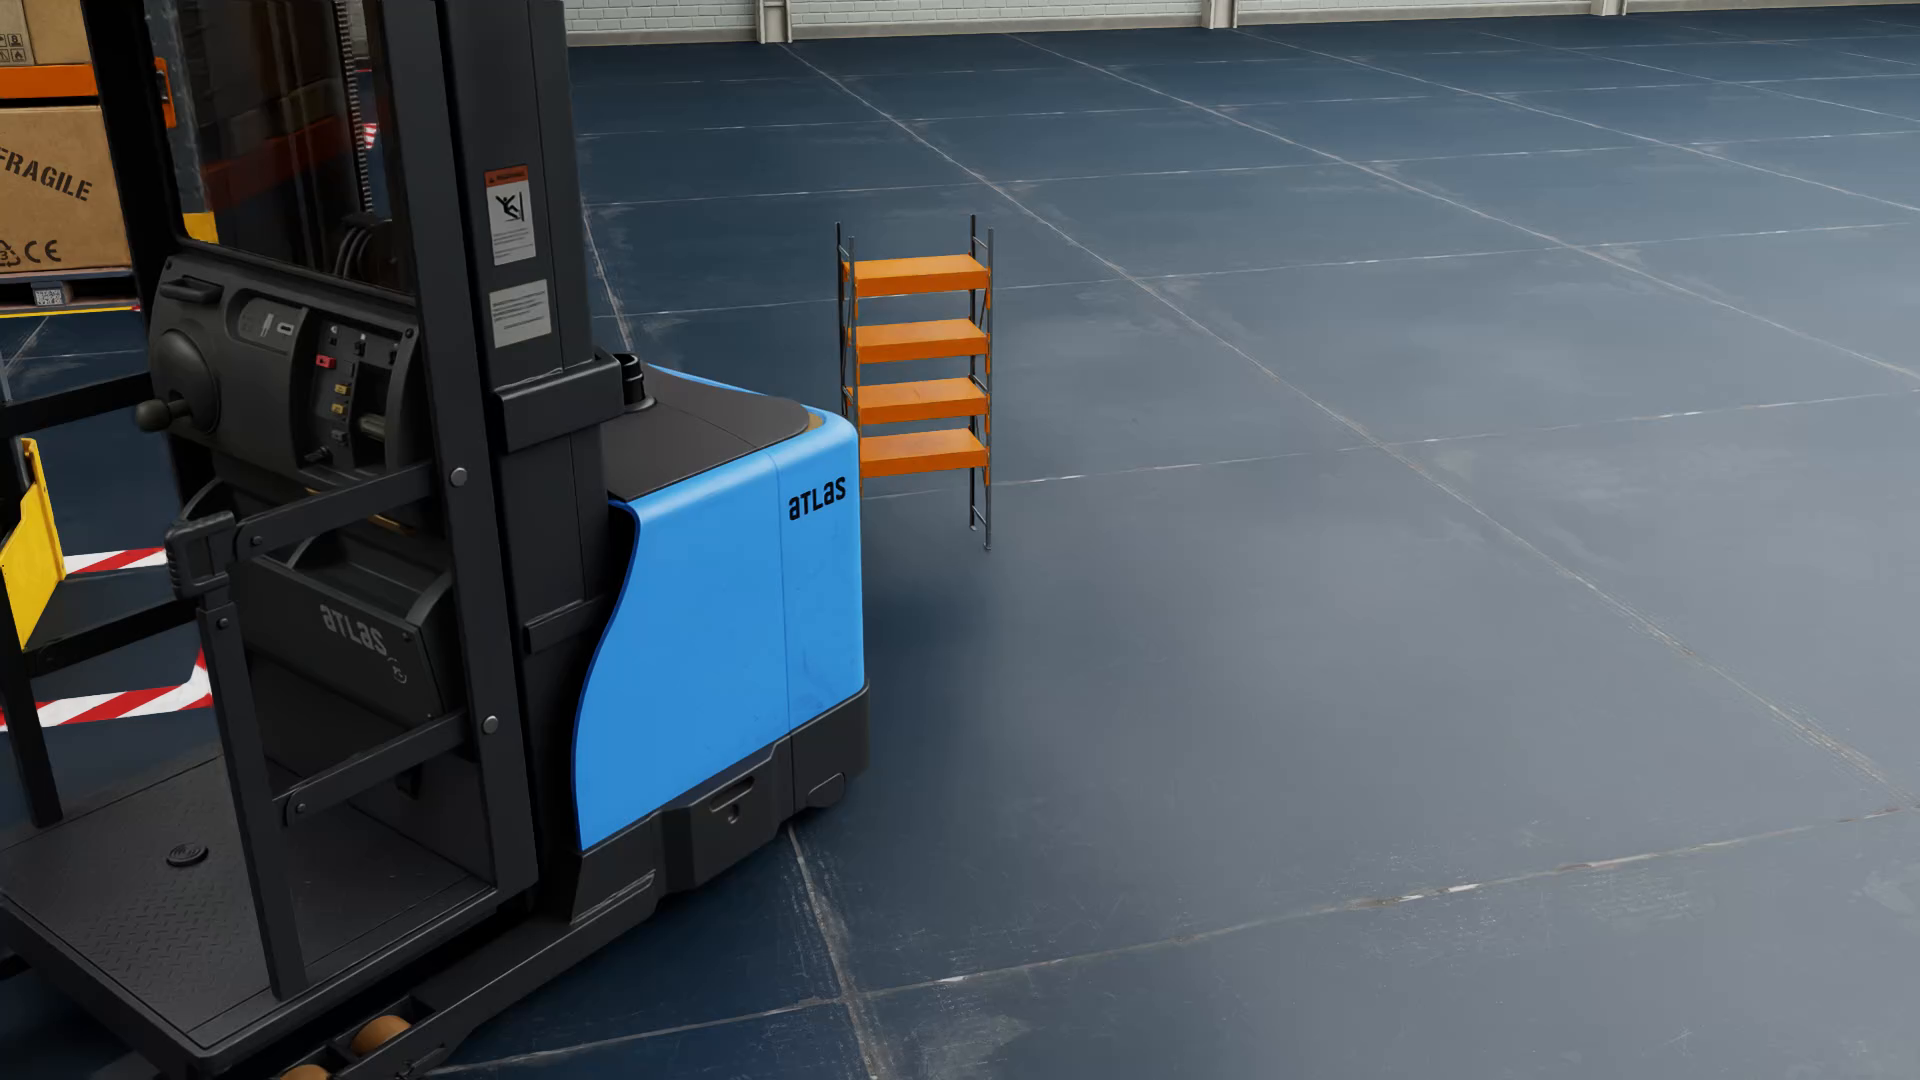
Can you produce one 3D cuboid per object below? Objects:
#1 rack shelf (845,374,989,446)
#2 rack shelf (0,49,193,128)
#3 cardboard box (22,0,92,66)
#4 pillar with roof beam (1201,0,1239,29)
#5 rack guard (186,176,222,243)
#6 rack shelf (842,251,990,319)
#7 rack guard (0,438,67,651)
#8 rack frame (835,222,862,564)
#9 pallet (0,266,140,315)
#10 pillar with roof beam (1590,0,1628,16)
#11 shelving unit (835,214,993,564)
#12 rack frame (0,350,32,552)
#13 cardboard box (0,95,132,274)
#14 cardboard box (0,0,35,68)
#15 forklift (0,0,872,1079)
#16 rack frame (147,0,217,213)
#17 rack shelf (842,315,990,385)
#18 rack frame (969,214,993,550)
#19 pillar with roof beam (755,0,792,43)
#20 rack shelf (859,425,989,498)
[{"bbox_3d":[-0.159,-0.472,5.999,0.480,0.148,0.258,-6,24,-14],"label":"rack shelf"},{"bbox_3d":[-6.327,-2.399,8.950,4.000,0.370,1.077,-6,24,-14],"label":"rack shelf"},{"bbox_3d":[-4.746,-2.955,9.143,0.550,0.550,0.875,-6,24,-14],"label":"cardboard box"},{"bbox_3d":[4.623,-9.364,16.662,0.400,9.000,9.100,-6,24,-14],"label":"pillar with roof beam"},{"bbox_3d":[-4.378,-1.797,9.803,0.348,0.500,1.175,-6,24,-14],"label":"rack guard"},{"bbox_3d":[-0.159,-0.895,5.817,0.480,0.148,0.258,-6,24,-14],"label":"rack shelf"},{"bbox_3d":[-3.232,0.108,5.365,0.348,0.500,1.175,-6,24,-14],"label":"rack guard"},{"bbox_3d":[-0.394,-0.508,5.912,0.015,1.200,0.240,-6,24,-14],"label":"rack frame"},{"bbox_3d":[-5.150,-1.546,9.587,1.213,0.211,1.003,-6,24,-14],"label":"pallet"},{"bbox_3d":[10.400,-10.003,18.151,0.400,9.000,9.100,-6,24,-14],"label":"pillar with roof beam"},{"bbox_3d":[-0.159,-0.534,5.972,0.503,1.200,0.258,-6,24,-14],"label":"shelving unit"},{"bbox_3d":[-3.159,-1.049,4.891,0.127,3.000,1.000,-6,24,-14],"label":"rack frame"},{"bbox_3d":[-5.036,-2.062,9.414,0.875,0.875,0.875,-6,24,-14],"label":"cardboard box"},{"bbox_3d":[-5.270,-2.888,8.987,0.550,0.550,0.875,-6,24,-14],"label":"cardboard box"},{"bbox_3d":[-1.546,-0.331,3.303,1.130,2.935,3.031,17,28,34],"label":"forklift"},{"bbox_3d":[-4.401,-2.943,9.304,0.127,3.000,1.000,-6,24,-14],"label":"rack frame"},{"bbox_3d":[-0.159,-0.677,5.911,0.480,0.148,0.258,-6,24,-14],"label":"rack shelf"},{"bbox_3d":[0.076,-0.560,6.033,0.015,1.200,0.240,-6,24,-14],"label":"rack frame"},{"bbox_3d":[-1.154,-8.725,15.172,0.400,9.000,9.100,-6,24,-14],"label":"pillar with roof beam"},{"bbox_3d":[-0.159,-0.289,6.077,0.480,0.148,0.258,-6,24,-14],"label":"rack shelf"}]
